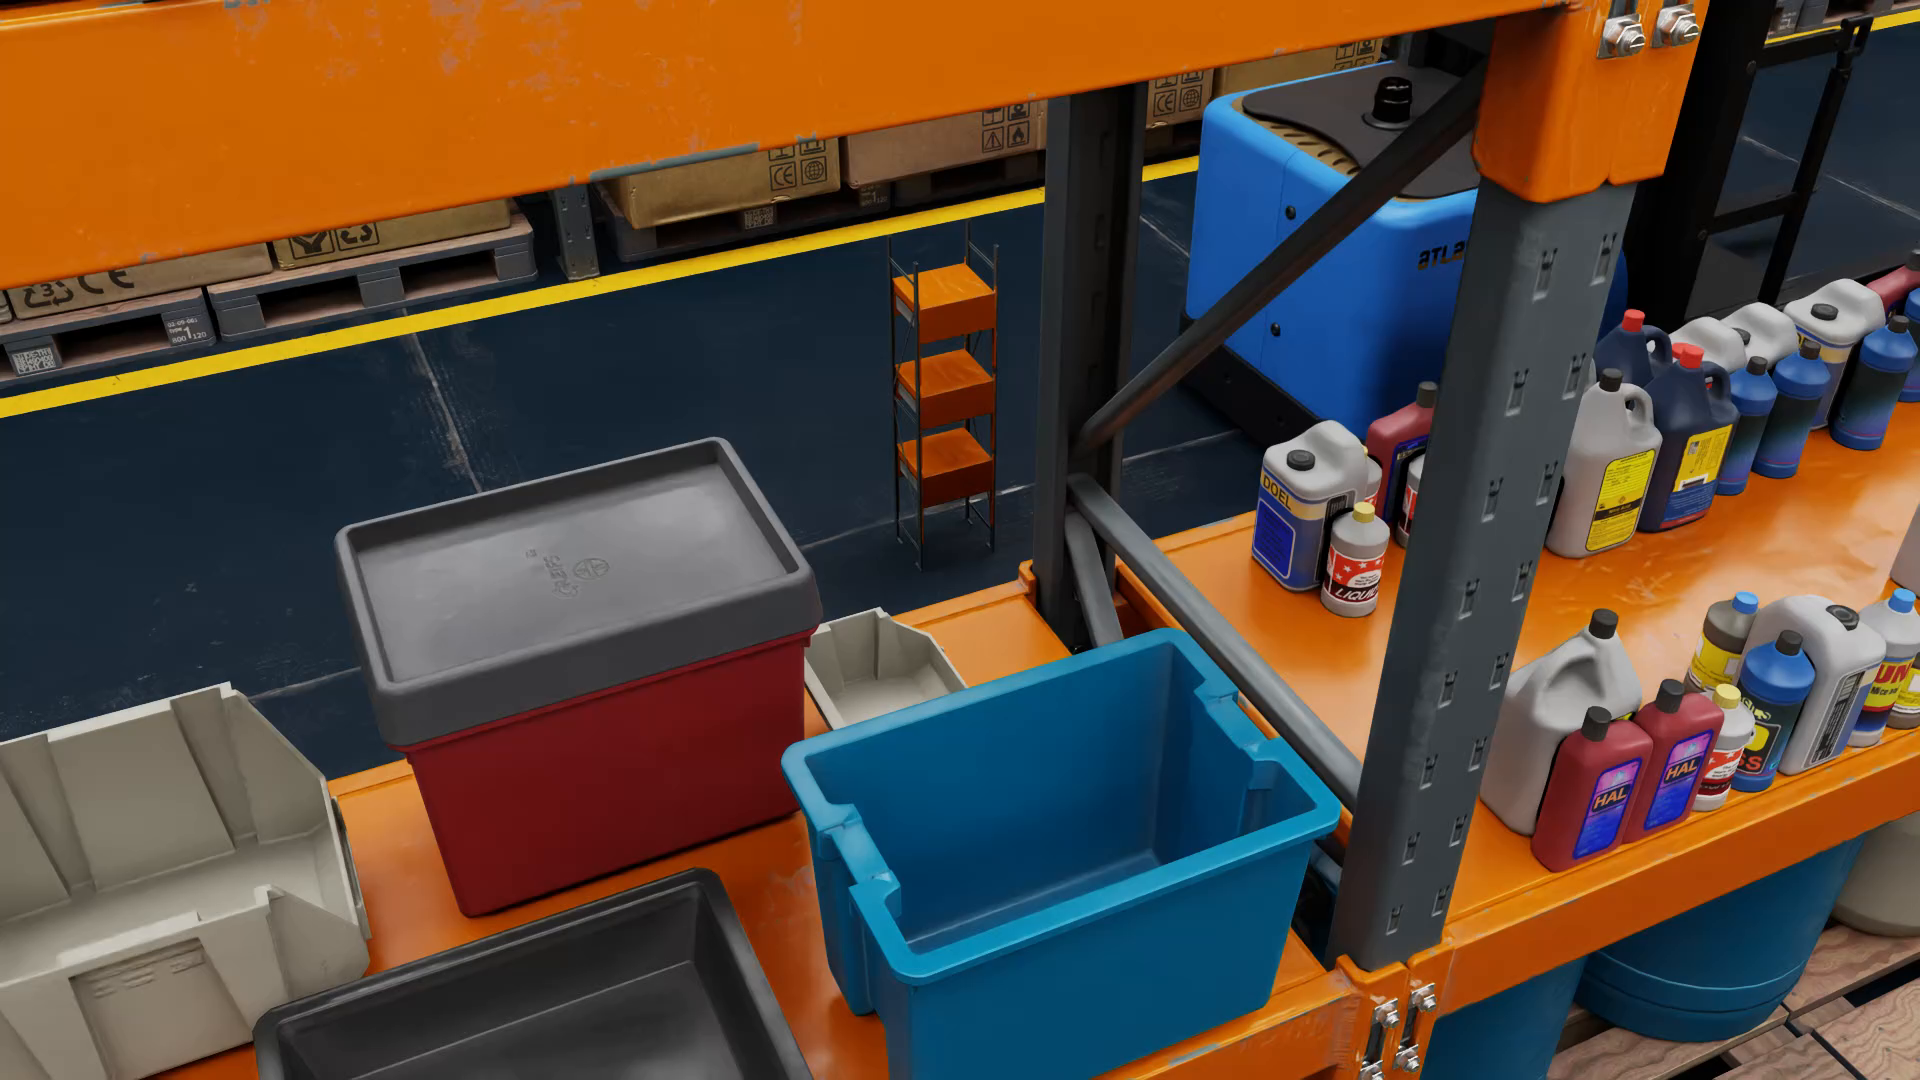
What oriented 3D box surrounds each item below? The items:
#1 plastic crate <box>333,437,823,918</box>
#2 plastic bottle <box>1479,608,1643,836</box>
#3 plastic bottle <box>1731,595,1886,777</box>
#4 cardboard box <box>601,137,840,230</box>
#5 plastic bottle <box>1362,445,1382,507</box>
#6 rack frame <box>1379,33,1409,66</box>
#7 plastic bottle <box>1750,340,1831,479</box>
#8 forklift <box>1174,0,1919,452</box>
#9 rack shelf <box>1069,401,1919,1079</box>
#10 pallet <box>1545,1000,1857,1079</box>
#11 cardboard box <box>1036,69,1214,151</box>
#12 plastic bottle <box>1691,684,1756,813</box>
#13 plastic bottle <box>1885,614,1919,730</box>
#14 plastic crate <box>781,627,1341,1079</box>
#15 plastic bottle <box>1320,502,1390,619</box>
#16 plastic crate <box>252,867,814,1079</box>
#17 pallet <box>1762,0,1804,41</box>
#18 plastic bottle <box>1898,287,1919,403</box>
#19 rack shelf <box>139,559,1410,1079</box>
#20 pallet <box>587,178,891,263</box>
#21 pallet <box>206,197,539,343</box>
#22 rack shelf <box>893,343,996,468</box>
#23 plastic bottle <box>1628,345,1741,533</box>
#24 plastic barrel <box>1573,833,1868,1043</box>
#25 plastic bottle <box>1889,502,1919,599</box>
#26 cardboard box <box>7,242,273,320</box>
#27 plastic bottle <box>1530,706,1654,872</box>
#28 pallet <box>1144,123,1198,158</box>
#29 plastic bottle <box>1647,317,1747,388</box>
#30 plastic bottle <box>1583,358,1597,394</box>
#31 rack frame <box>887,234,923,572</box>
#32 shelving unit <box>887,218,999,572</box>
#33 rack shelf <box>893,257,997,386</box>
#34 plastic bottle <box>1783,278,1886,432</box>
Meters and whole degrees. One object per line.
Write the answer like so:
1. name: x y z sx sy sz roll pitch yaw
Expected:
1. plastic crate: -0.522 0.199 2.360 0.583 0.464 0.402 -16 39 -20
2. plastic bottle: 0.886 0.253 2.432 0.185 0.351 0.144 -16 39 -20
3. plastic bottle: 1.305 0.204 2.562 0.135 0.276 0.152 -16 39 -20
4. cardboard box: -1.141 -2.001 6.861 0.875 0.875 1.225 -15 39 -20
5. plastic bottle: 0.706 -0.080 3.007 0.097 0.201 0.097 0 37 0
6. rack frame: 1.910 -3.525 7.485 0.127 3.000 1.000 -16 39 -20
7. plastic bottle: 1.591 -0.256 3.185 0.097 0.271 0.097 0 37 0
8. forklift: 2.306 -1.887 5.334 3.031 2.935 1.130 -17 40 -22
9. rack shelf: 2.204 -0.059 3.416 4.000 0.370 1.077 -16 39 -20
10. pallet: 1.109 1.105 3.583 1.213 0.211 1.003 -16 39 -20
11. cardboard box: 0.466 -2.456 7.474 0.875 0.875 1.225 -15 39 -20
12. plastic bottle: 1.124 0.302 2.491 0.097 0.201 0.097 0 37 0
13. plastic bottle: 1.510 0.194 2.637 0.097 0.201 0.097 0 37 0
14. plastic crate: 0.115 0.443 2.098 0.575 0.384 0.392 -16 39 -20
15. plastic bottle: 0.682 0.026 2.863 0.097 0.201 0.097 0 37 0
16. plastic crate: -0.506 0.673 2.006 0.590 0.125 0.437 -16 39 -20
17. pallet: 3.720 -2.909 8.995 1.213 0.211 1.003 -16 39 -20
18. plastic bottle: 1.971 -0.422 3.409 0.097 0.271 0.097 0 37 0
19. rack shelf: -1.417 0.953 2.051 4.000 0.370 1.077 -16 39 -20
20. pallet: -1.045 -1.629 7.269 1.213 0.211 1.003 -16 39 -20
21. pallet: -2.433 -1.243 6.748 1.213 0.211 1.003 -16 39 -20
22. rack shelf: -0.048 -0.400 4.925 0.240 0.259 0.215 -16 39 -20
23. plastic bottle: 1.315 -0.200 3.043 0.185 0.351 0.144 -16 39 -20
24. plastic barrel: 1.534 0.525 3.434 0.708 0.901 0.600 -16 39 -20
25. plastic bottle: 1.747 -0.020 2.863 0.135 0.276 0.152 -16 39 -20
26. cardboard box: -3.158 -1.476 6.154 0.875 0.875 0.875 -16 39 -20
27. plastic bottle: 0.906 0.342 2.369 0.133 0.283 0.061 -16 39 -20
28. pallet: 1.164 -2.246 8.102 1.213 0.211 1.003 -16 39 -20
29. plastic bottle: 1.400 -0.286 3.222 0.135 0.276 0.152 -16 39 -20
30. plastic bottle: 1.086 -0.231 3.085 0.185 0.351 0.144 -16 39 -20
31. rack frame: -0.159 -0.377 4.877 0.008 1.050 0.200 -16 39 -20
32. shelving unit: -0.048 -0.408 4.919 0.252 1.050 0.215 -16 39 -20
33. rack shelf: -0.048 -0.628 4.756 0.240 0.259 0.215 -16 39 -20
34. plastic bottle: 1.731 -0.379 3.347 0.135 0.276 0.152 -16 39 -20
